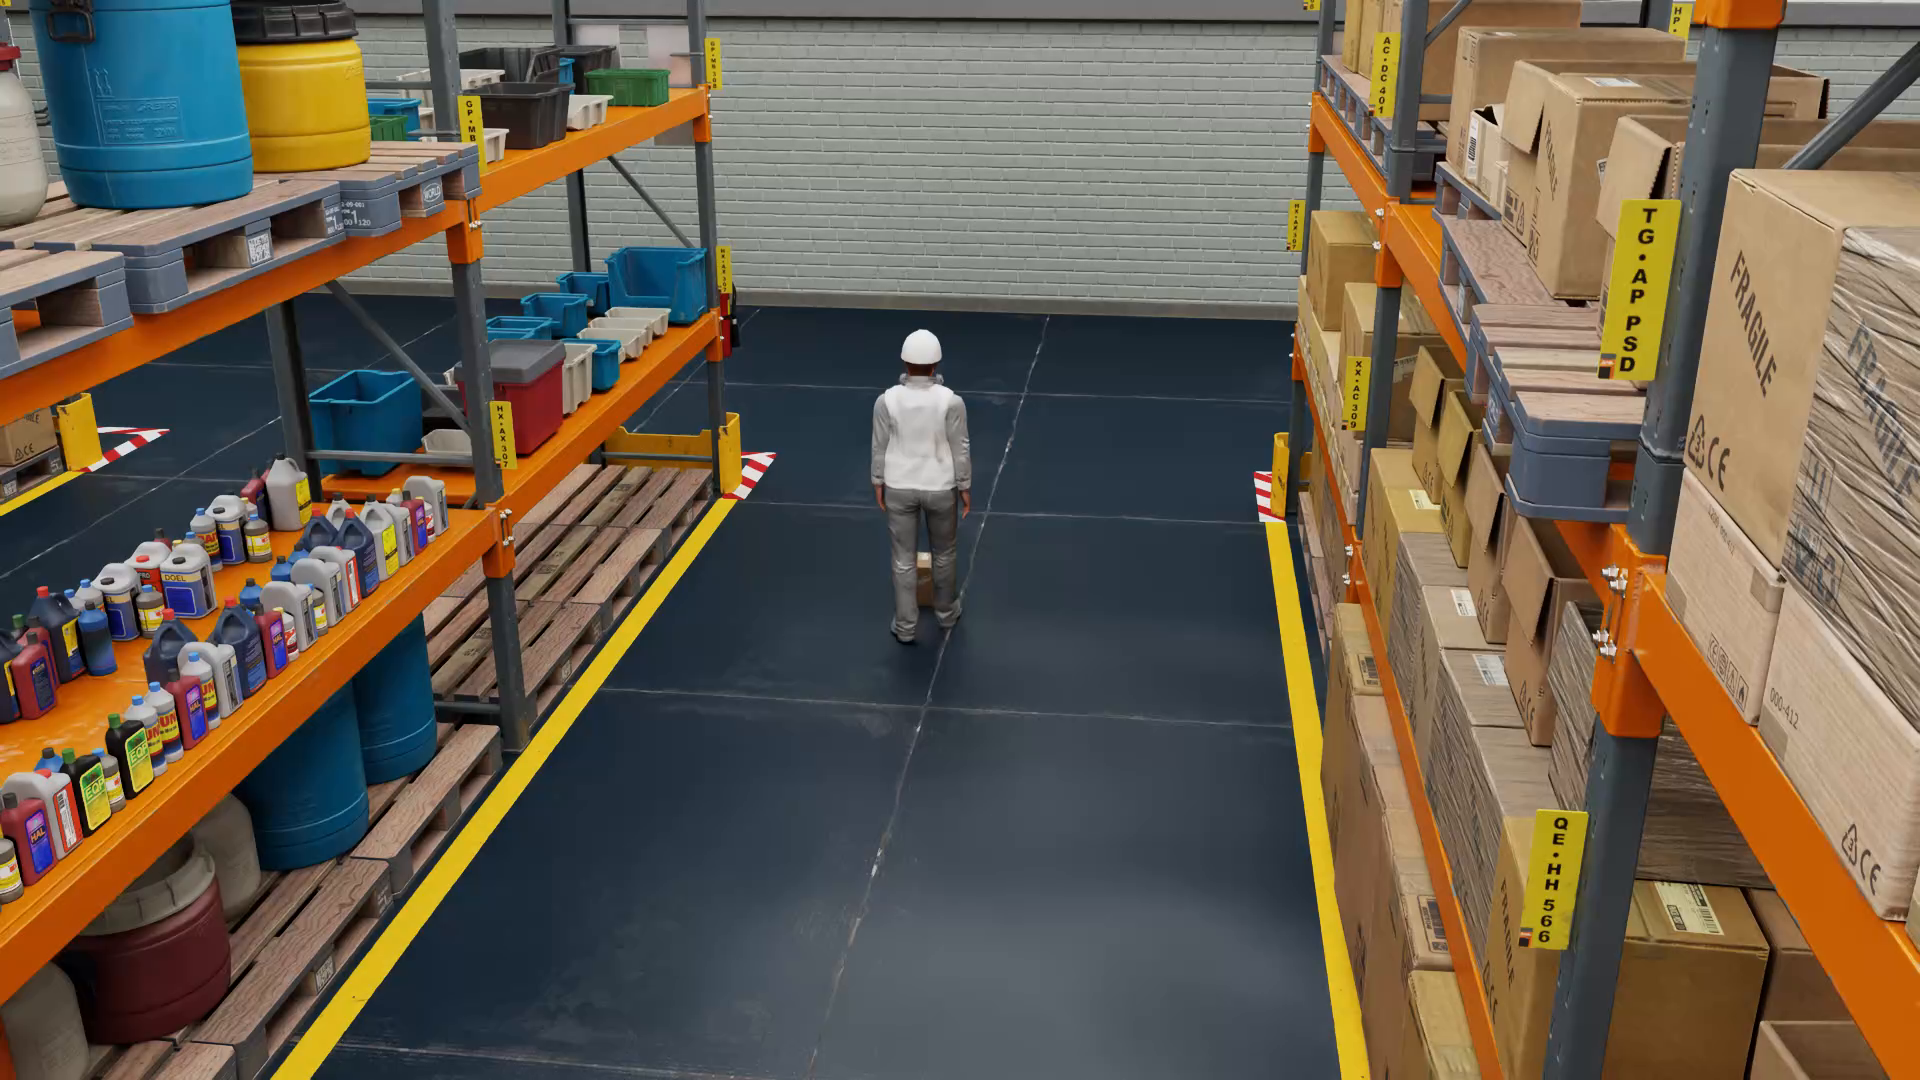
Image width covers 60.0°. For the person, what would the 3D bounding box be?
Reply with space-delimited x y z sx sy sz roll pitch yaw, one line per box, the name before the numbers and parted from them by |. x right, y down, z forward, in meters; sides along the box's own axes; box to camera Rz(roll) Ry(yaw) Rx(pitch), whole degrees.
person | -0.214 -0.321 9.359 0.562 1.781 0.560 0 21 1
